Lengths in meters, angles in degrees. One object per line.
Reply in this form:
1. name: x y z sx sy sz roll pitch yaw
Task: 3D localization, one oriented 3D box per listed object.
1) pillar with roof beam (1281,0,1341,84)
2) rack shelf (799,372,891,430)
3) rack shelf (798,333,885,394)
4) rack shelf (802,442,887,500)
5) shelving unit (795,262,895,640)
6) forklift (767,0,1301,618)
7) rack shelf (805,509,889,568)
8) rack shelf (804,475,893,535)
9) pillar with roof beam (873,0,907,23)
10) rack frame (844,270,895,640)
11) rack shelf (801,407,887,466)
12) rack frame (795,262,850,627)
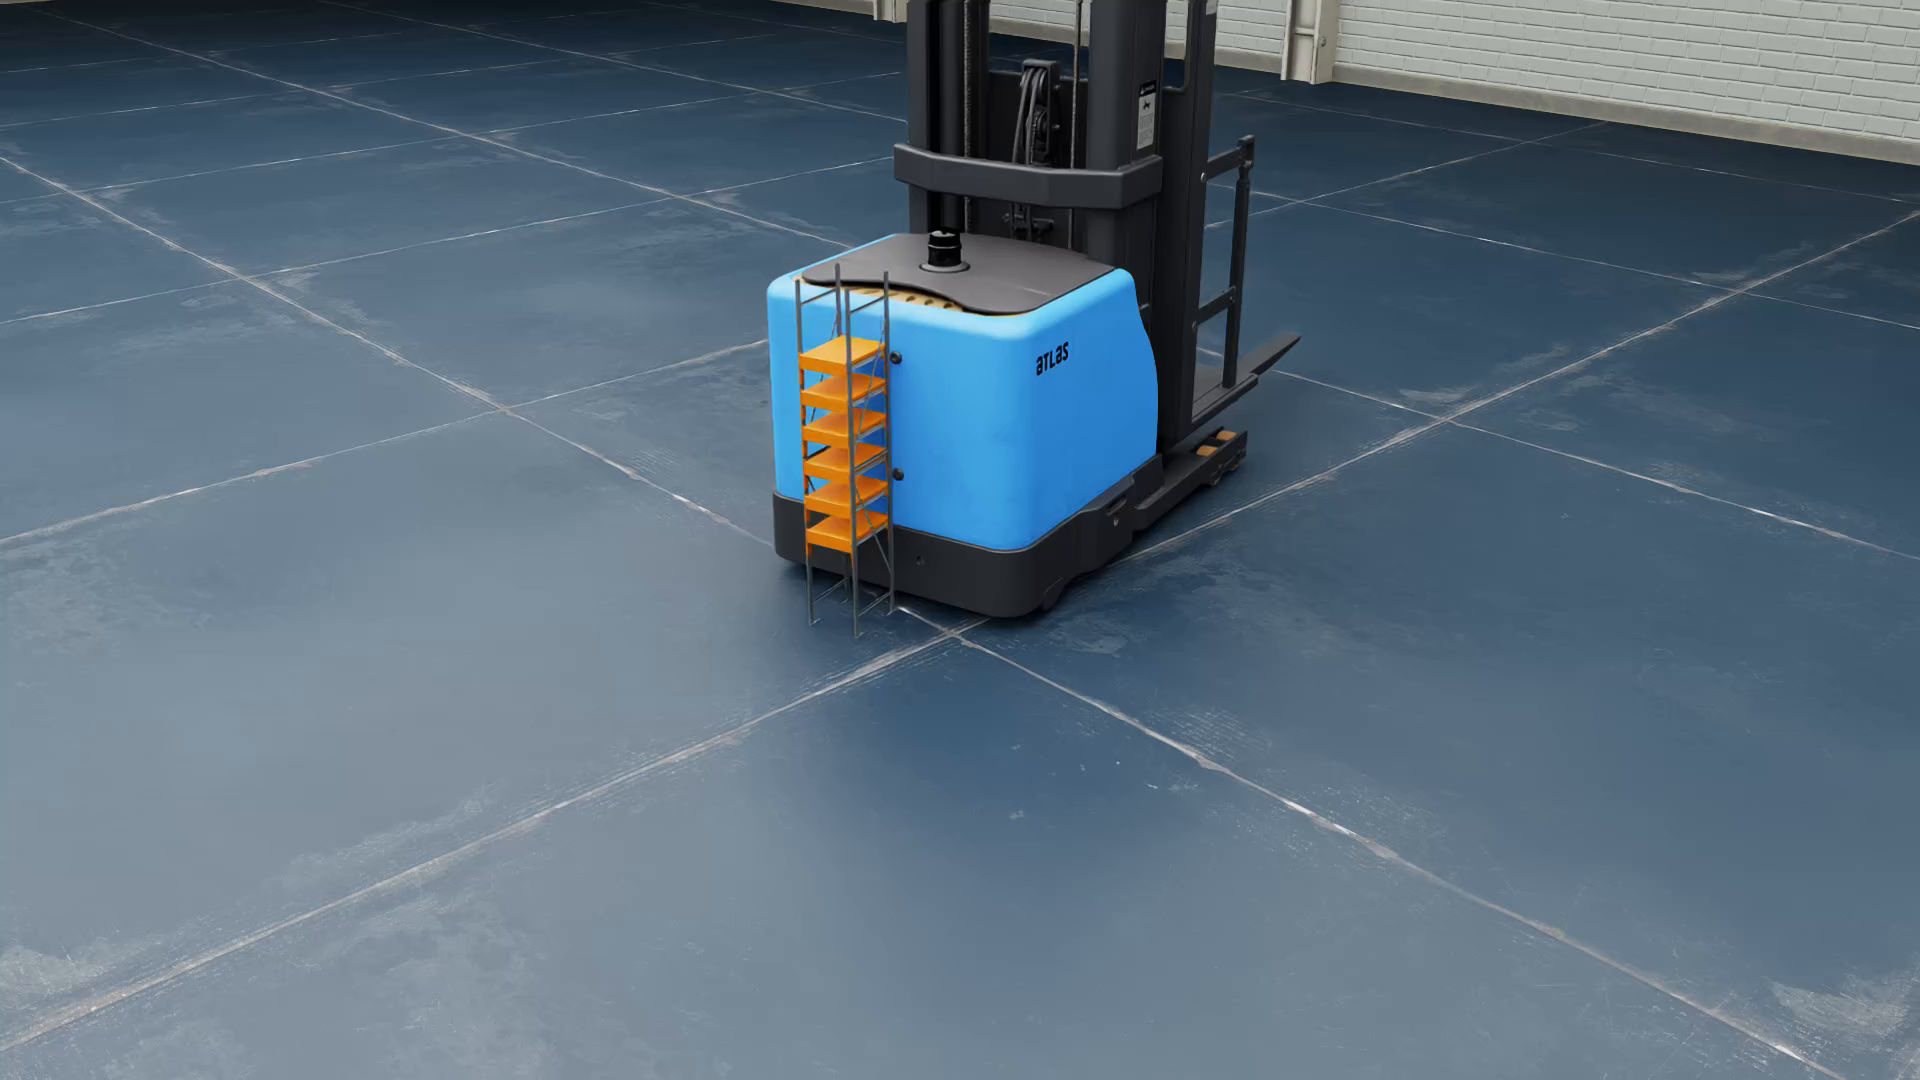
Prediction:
1. pillar with roof beam: 0.170 -7.264 11.332 9.100 9.000 0.400 -21 32 -38
2. rack shelf: -0.366 -0.454 5.328 0.180 0.103 0.258 14 28 27
3. rack shelf: -0.366 -0.563 5.278 0.180 0.103 0.258 14 28 27
4. rack shelf: -0.366 -0.236 5.428 0.180 0.103 0.258 14 28 27
5. shelving unit: -0.366 -0.276 5.409 0.189 1.200 0.258 14 28 27
6. forklift: 0.533 -1.643 6.319 1.130 2.935 3.031 14 28 28
7. rack shelf: -0.366 -0.017 5.528 0.180 0.103 0.258 14 28 27
8. rack shelf: -0.366 -0.126 5.478 0.180 0.103 0.258 14 28 27
9. pillar with roof beam: -3.931 -9.082 15.316 9.100 9.000 0.400 -21 32 -38
10. rack frame: -0.287 -0.257 5.368 0.006 1.200 0.240 14 28 27
11. rack shelf: -0.366 -0.345 5.378 0.180 0.103 0.258 14 28 27
12. rack frame: -0.445 -0.295 5.451 0.006 1.200 0.240 14 28 27
